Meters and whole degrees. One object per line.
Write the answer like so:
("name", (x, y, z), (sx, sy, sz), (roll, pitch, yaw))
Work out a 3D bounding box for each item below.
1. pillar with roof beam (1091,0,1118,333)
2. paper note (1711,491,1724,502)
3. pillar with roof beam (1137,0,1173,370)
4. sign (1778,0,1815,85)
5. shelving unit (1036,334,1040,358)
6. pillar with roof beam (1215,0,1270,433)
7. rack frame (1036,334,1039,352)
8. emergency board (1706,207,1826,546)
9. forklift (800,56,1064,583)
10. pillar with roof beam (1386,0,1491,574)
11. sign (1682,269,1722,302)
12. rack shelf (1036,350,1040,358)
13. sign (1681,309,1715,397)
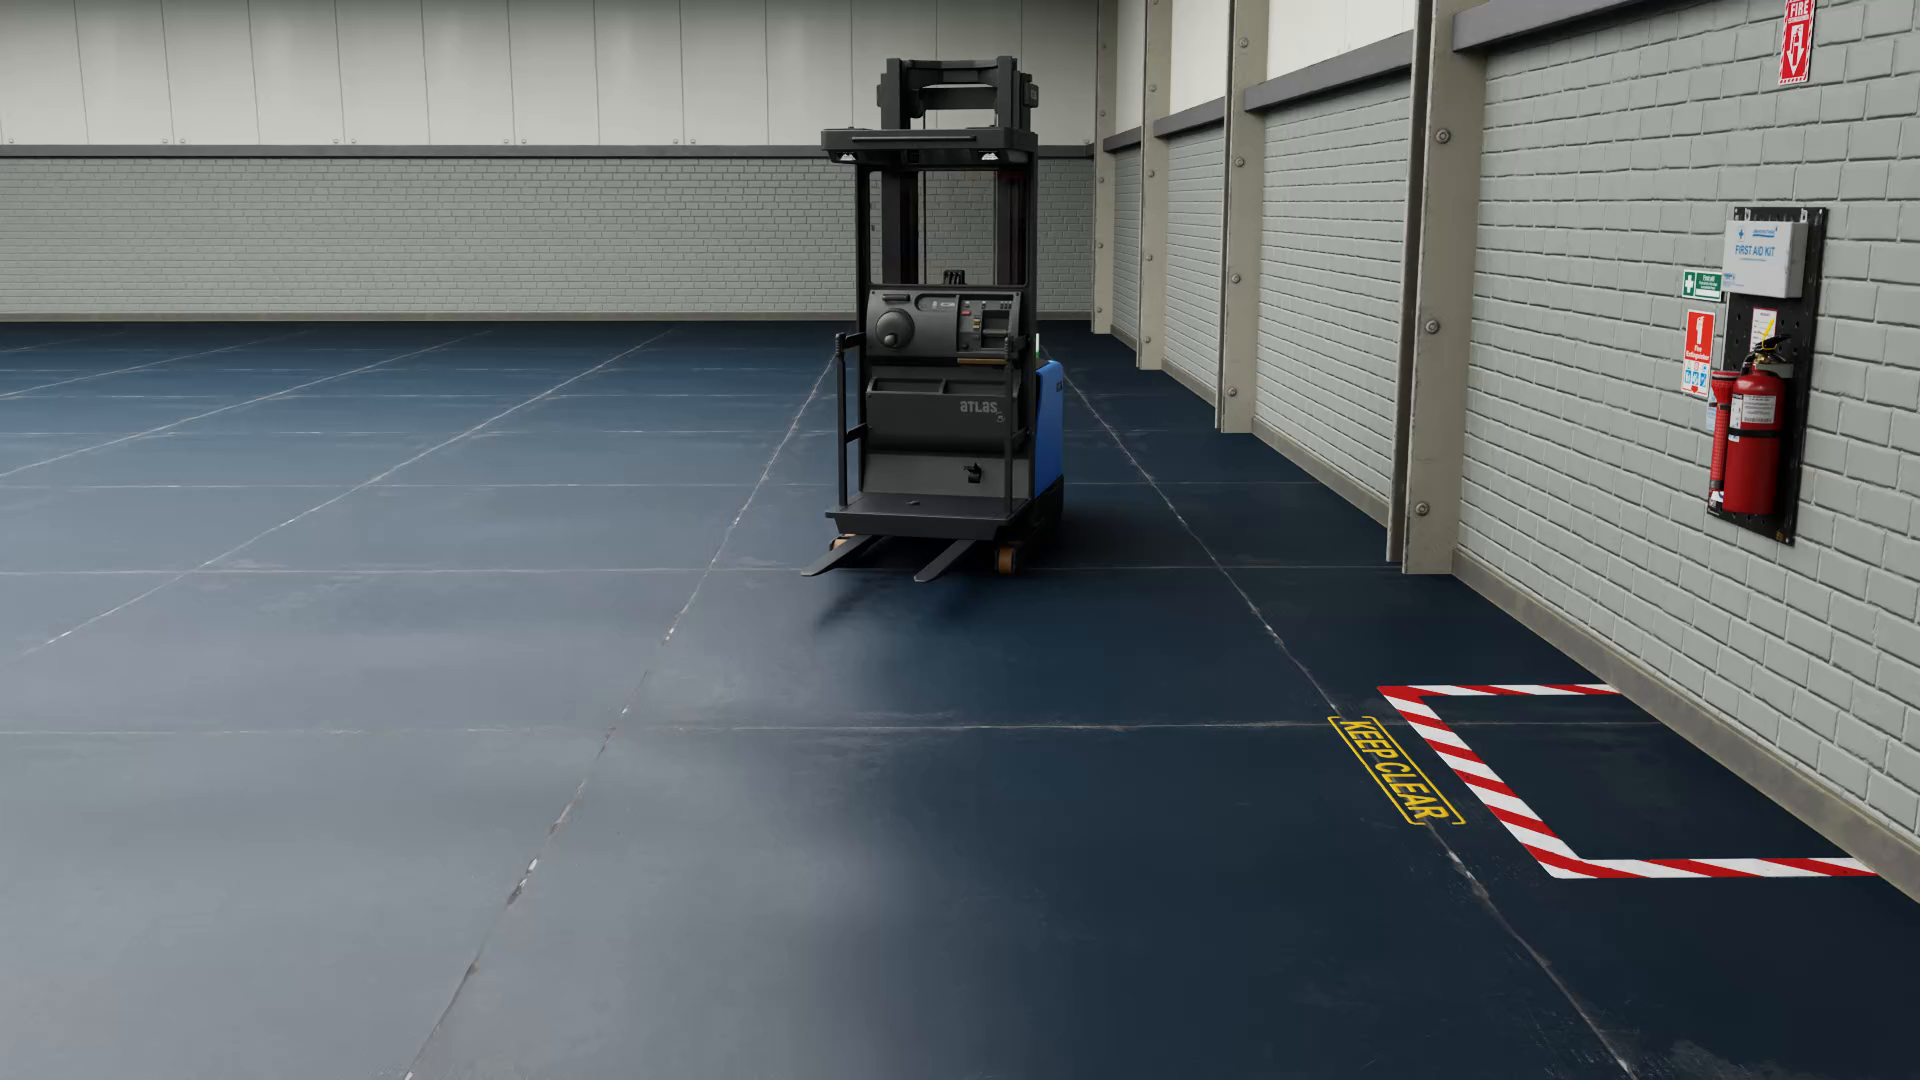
("pillar with roof beam", (-1.962, -7.814, 26.443), (9.100, 9.000, 0.400), (0, 11, -1))
("paper note", (2.890, -0.216, 6.295), (0.016, 0.148, 0.142), (0, 11, -1))
("pillar with roof beam", (-1.838, -6.621, 20.564), (9.100, 9.000, 0.400), (0, 11, -1))
("sign", (2.924, -1.750, 5.812), (0.001, 0.298, 0.199), (0, 11, -1))
("shelving unit", (0.377, -0.807, 11.521), (0.258, 1.200, 0.503), (3, 12, 13))
("pillar with roof beam", (-1.714, -5.429, 14.685), (9.100, 9.000, 0.400), (0, 11, -1))
("rack frame", (0.434, -0.855, 11.754), (0.240, 1.200, 0.015), (3, 12, 13))
("emergency board", (2.825, -0.612, 6.033), (0.194, 1.169, 0.643), (0, 11, -1))
("forklift", (-0.144, -1.316, 9.674), (1.130, 2.935, 3.031), (3, 12, 13))
("pillar with roof beam", (-1.590, -4.236, 8.806), (9.100, 9.000, 0.400), (0, 11, -1))
("sign", (2.908, -0.999, 6.516), (0.001, 0.109, 0.331), (0, 11, -1))
("rack shelf", (0.377, -1.215, 11.438), (0.258, 0.148, 0.480), (3, 12, 13))
("sign", (2.916, -0.740, 6.573), (0.001, 0.329, 0.234), (0, 11, -1))
